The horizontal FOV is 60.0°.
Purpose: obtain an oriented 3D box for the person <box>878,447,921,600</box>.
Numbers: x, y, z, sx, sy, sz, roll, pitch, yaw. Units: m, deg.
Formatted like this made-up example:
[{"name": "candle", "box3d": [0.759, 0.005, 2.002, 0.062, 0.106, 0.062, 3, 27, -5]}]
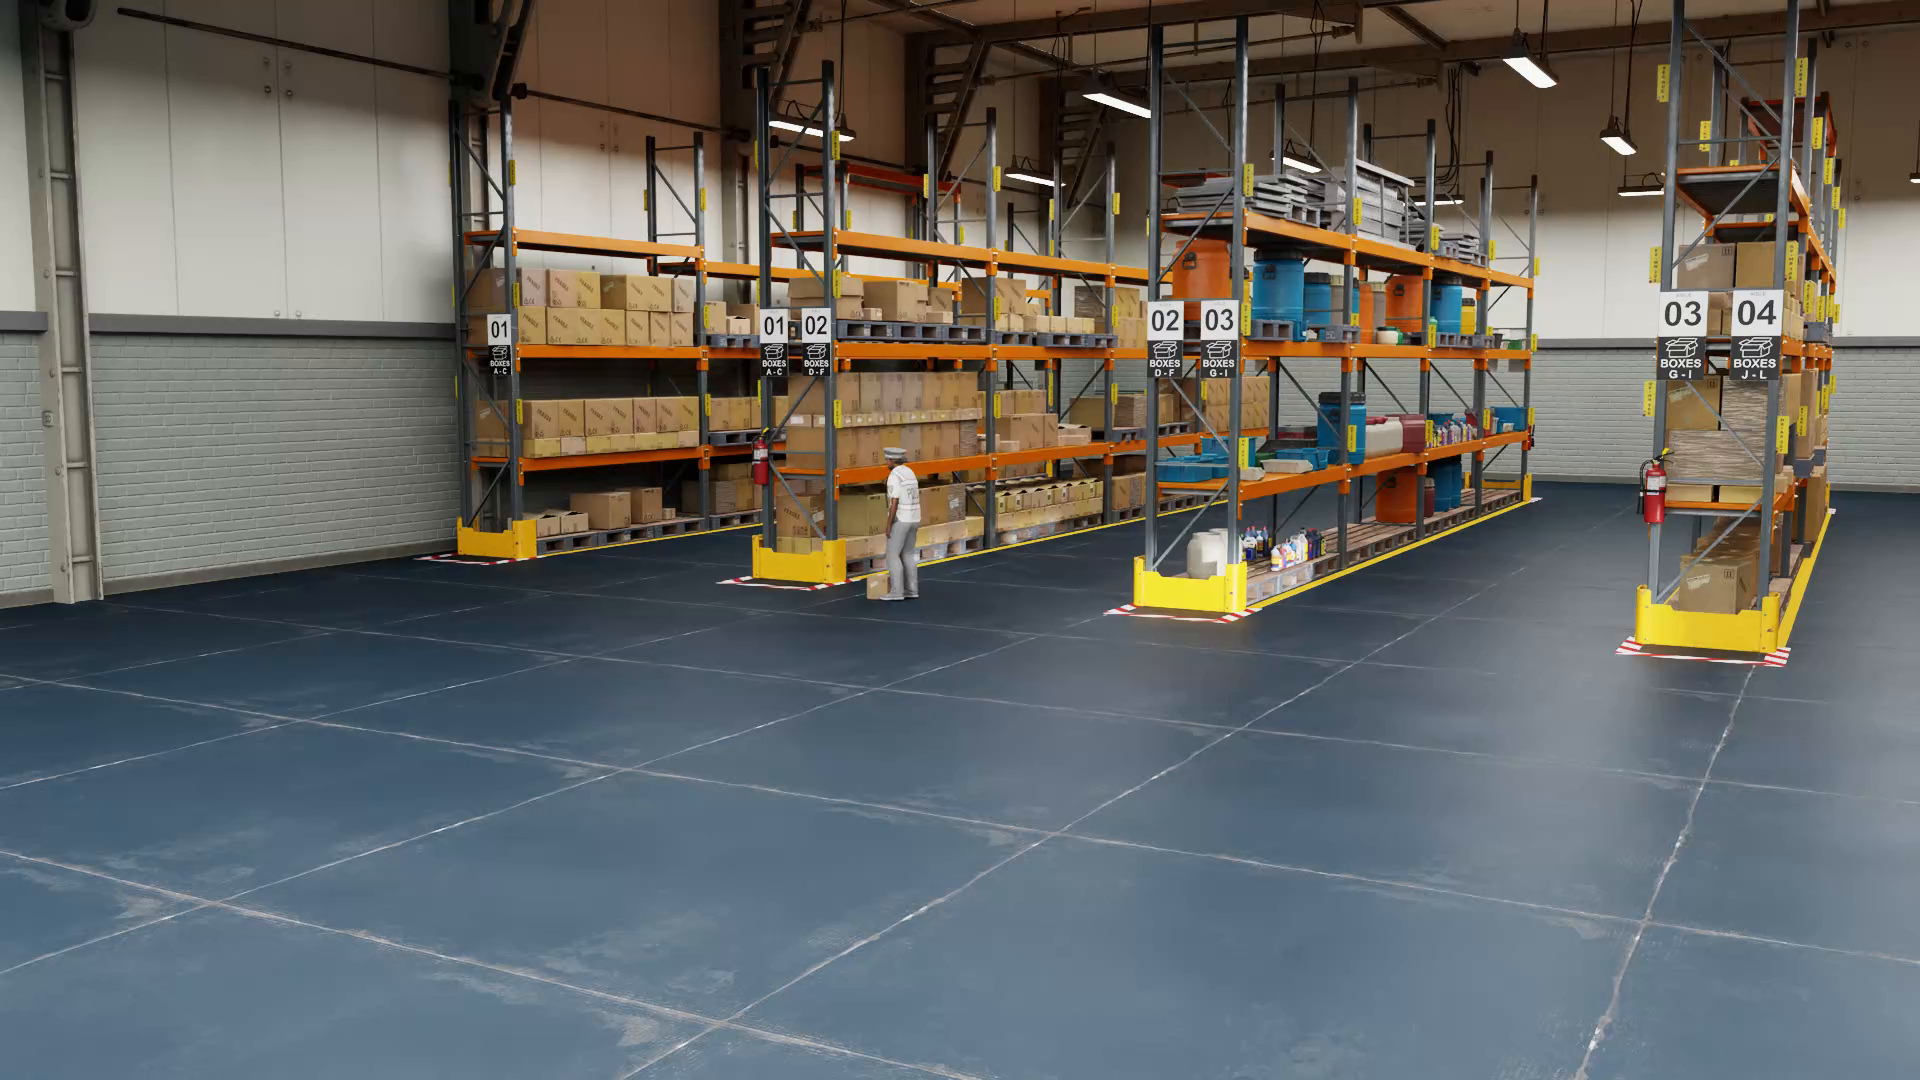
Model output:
[{"name": "person", "box3d": [-0.645, -0.178, 18.047, 0.415, 1.660, 0.507, 3, 7, 29]}]
